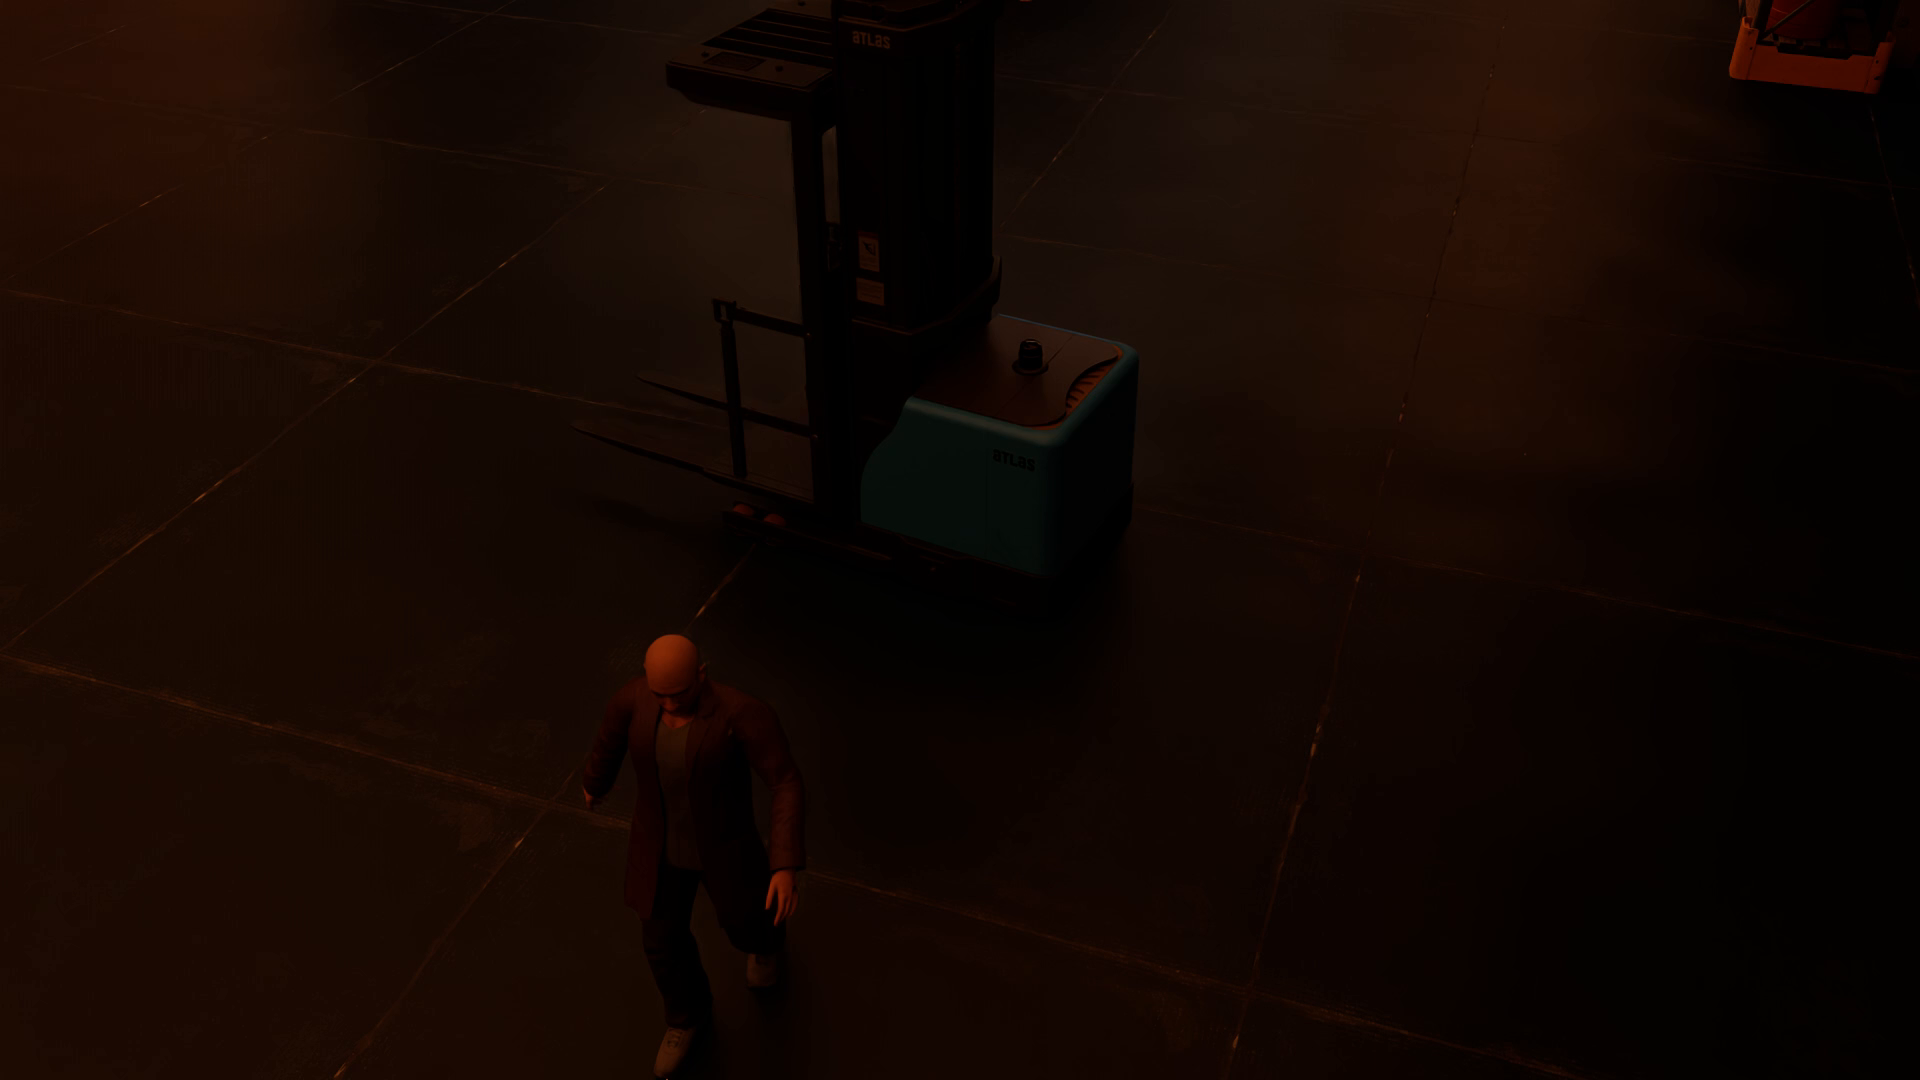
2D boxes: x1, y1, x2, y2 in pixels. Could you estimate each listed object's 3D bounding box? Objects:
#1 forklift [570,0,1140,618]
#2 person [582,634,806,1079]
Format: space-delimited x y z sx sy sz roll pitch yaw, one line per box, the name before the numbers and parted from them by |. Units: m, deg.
forklift | -0.656 -1.414 8.105 3.031 2.935 1.130 17 39 22
person | -0.905 1.024 5.689 0.948 1.761 0.781 7 36 10
